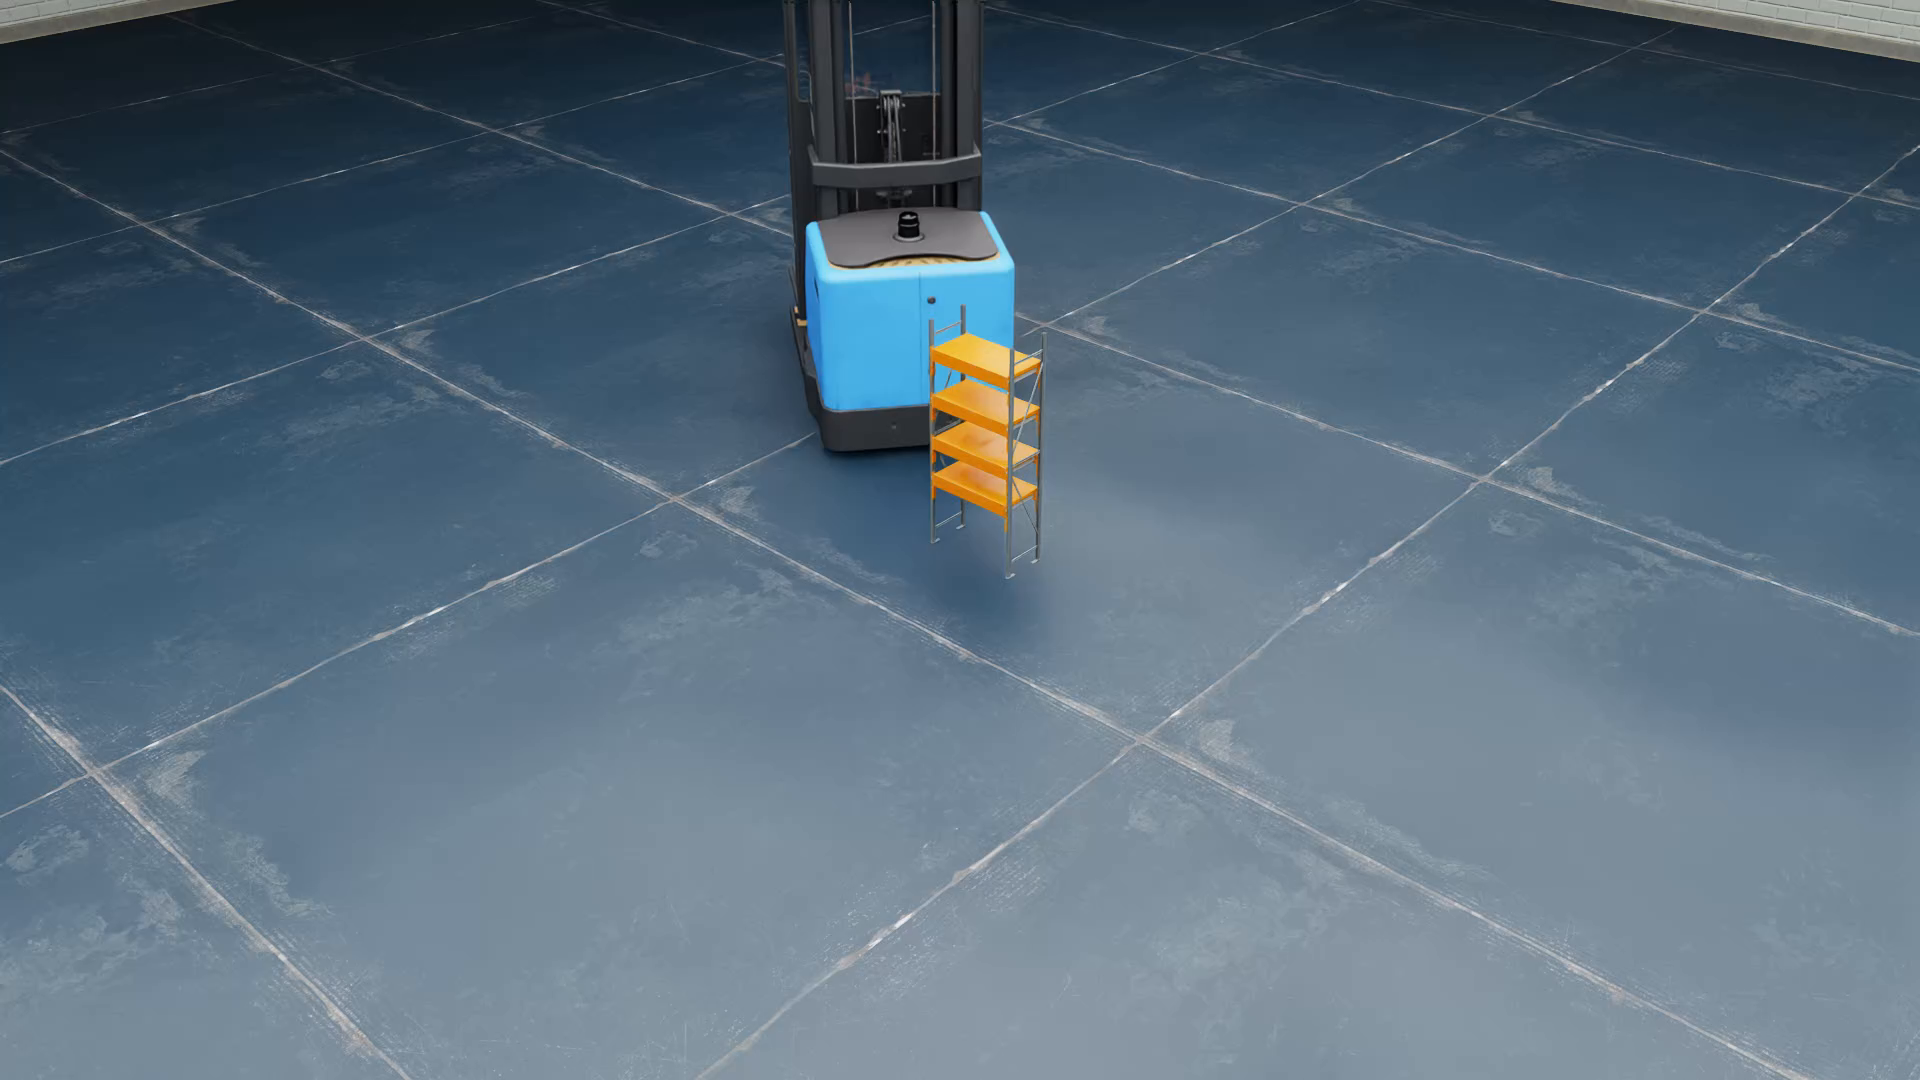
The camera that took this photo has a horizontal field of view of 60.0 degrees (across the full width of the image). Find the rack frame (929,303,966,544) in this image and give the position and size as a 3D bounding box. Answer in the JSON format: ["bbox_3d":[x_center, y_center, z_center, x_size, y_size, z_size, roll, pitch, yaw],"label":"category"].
[{"bbox_3d":[-0.058,-0.541,7.986,0.015,1.200,0.240,25,39,35],"label":"rack frame"}]

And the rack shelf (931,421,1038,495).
[{"bbox_3d":[0.123,-0.399,7.880,0.480,0.148,0.258,25,39,35],"label":"rack shelf"}]

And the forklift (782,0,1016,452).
[{"bbox_3d":[-0.458,-2.474,9.517,1.130,2.935,3.031,-5,31,-8],"label":"forklift"}]

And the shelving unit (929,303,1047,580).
[{"bbox_3d":[0.123,-0.457,7.845,0.503,1.200,0.258,25,39,35],"label":"shelving unit"}]

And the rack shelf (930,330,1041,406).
[{"bbox_3d":[0.123,-0.793,7.643,0.480,0.148,0.258,25,39,35],"label":"rack shelf"}]

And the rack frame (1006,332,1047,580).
[{"bbox_3d":[0.304,-0.372,7.705,0.015,1.200,0.240,25,39,35],"label":"rack frame"}]

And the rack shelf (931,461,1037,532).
[{"bbox_3d":[0.123,-0.229,7.982,0.480,0.148,0.258,25,39,35],"label":"rack shelf"}]

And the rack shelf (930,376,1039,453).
[{"bbox_3d":[0.123,-0.591,7.765,0.480,0.148,0.258,25,39,35],"label":"rack shelf"}]
